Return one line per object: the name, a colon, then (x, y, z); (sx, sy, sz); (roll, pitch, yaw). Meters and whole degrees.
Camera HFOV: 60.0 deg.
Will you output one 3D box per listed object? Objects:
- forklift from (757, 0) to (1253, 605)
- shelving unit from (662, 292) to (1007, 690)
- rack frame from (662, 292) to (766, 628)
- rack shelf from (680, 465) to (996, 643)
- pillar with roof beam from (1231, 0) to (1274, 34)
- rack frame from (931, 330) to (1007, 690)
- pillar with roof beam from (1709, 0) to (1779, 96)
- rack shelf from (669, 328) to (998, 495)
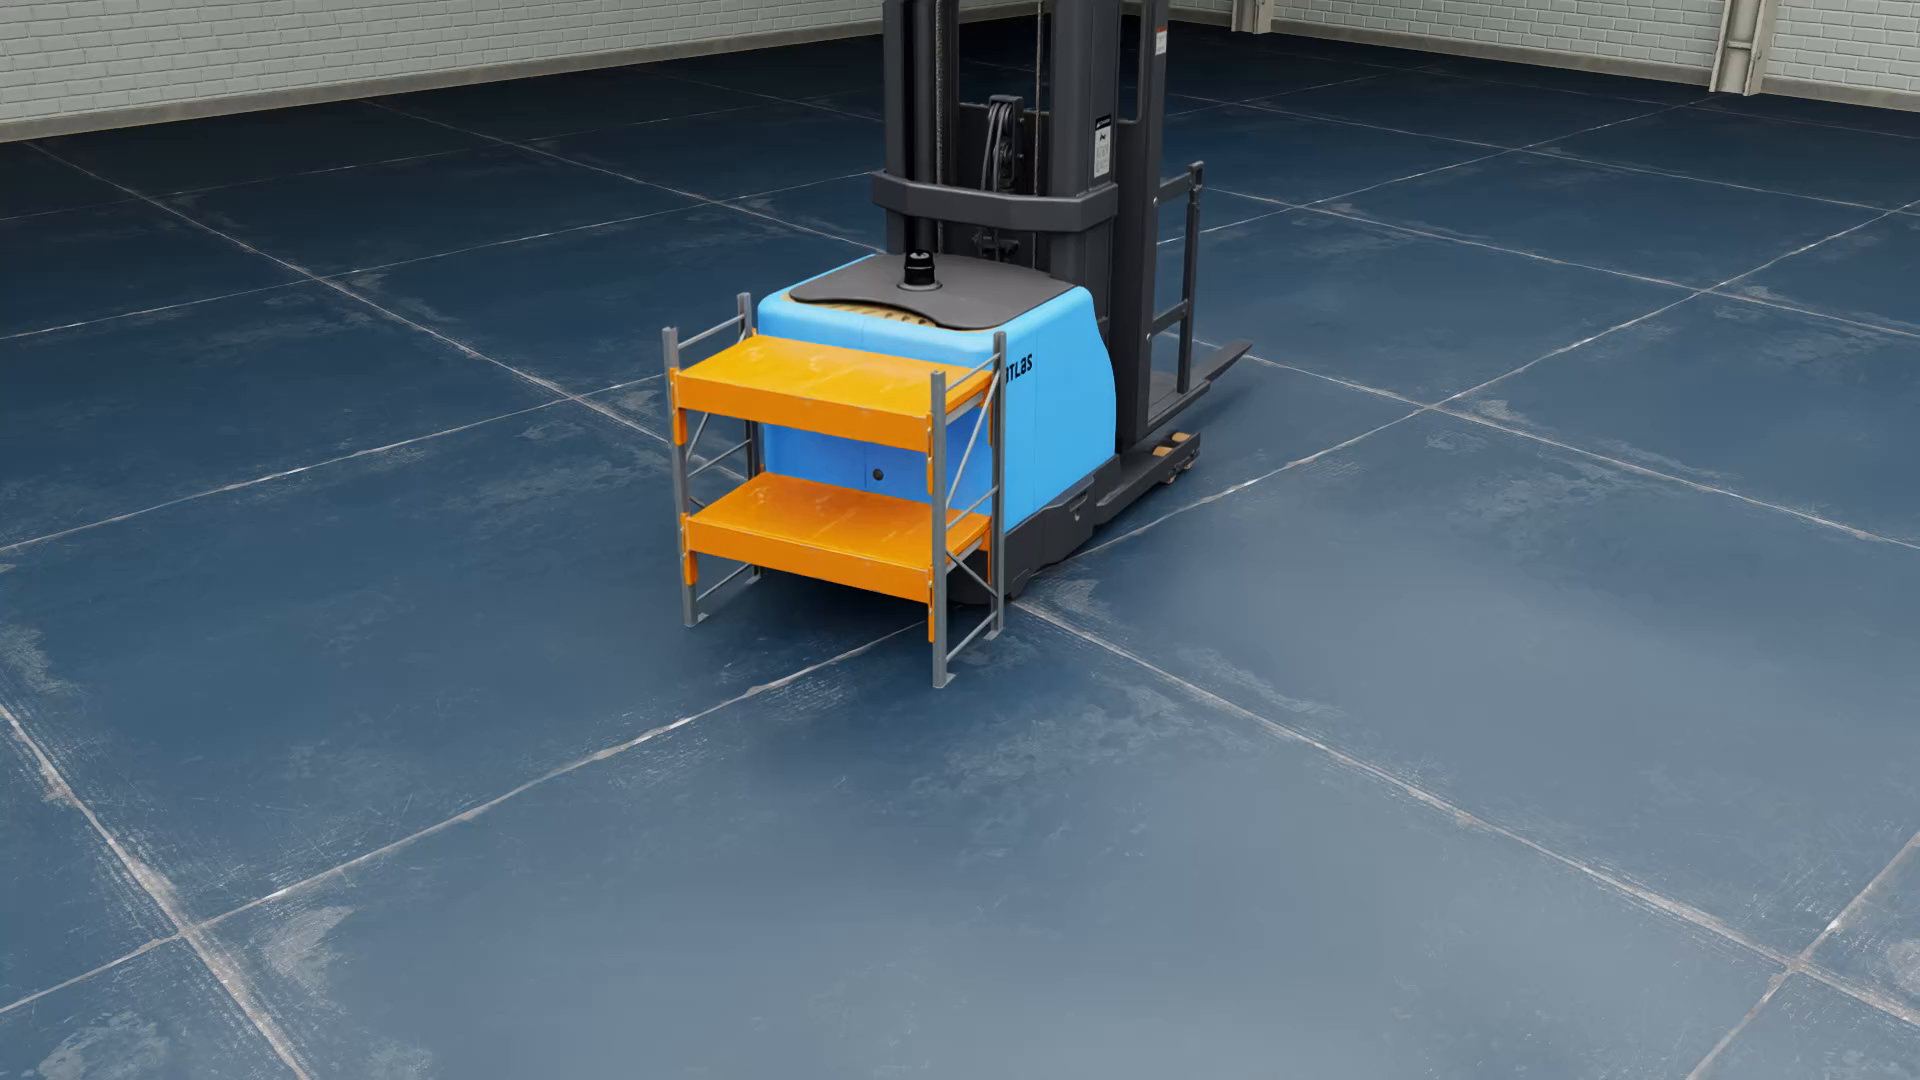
forklift: (0.421, -1.667, 6.872); (1.130, 2.935, 3.031); (14, 28, 28)
shelving unit: (-0.423, -0.192, 5.816); (1.048, 1.125, 0.538); (12, 27, 24)
rack frame: (-0.878, -0.286, 6.021); (0.032, 1.125, 0.500); (12, 27, 24)
rack shelf: (-0.423, 0.030, 5.917); (1.000, 0.278, 0.538); (12, 27, 24)
pillar with roof beam: (0.447, -9.140, 15.944); (9.100, 9.000, 0.400); (-21, 32, -38)
rack frame: (0.033, -0.098, 5.611); (0.032, 1.125, 0.500); (12, 27, 24)
pillar with roof beam: (4.548, -7.323, 11.959); (9.100, 9.000, 0.400); (-21, 32, -38)
rack shelf: (-0.423, -0.458, 5.695); (1.000, 0.278, 0.538); (12, 27, 24)
